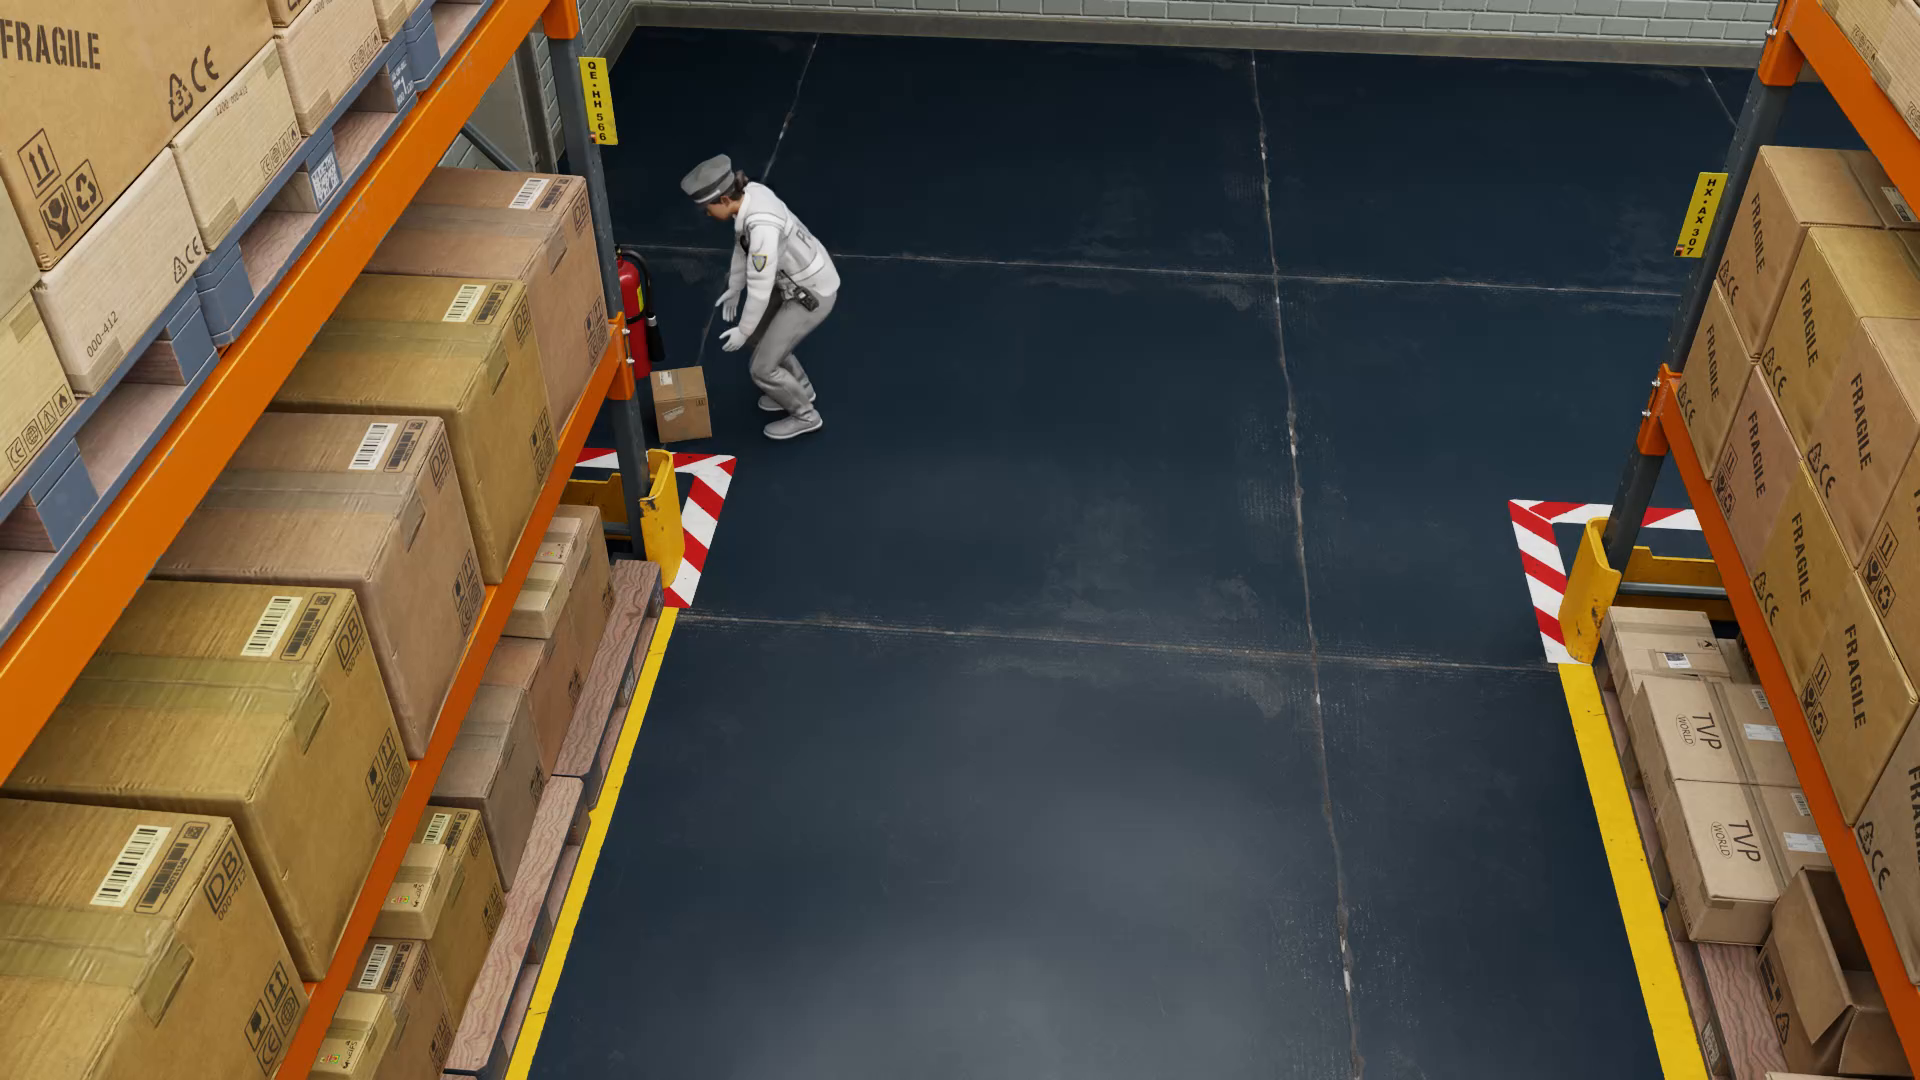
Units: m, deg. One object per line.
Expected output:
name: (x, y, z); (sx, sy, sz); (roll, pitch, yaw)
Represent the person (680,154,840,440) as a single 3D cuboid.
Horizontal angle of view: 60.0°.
person: (-0.885, -1.114, 7.659); (0.674, 1.429, 0.534); (-8, 41, -9)
